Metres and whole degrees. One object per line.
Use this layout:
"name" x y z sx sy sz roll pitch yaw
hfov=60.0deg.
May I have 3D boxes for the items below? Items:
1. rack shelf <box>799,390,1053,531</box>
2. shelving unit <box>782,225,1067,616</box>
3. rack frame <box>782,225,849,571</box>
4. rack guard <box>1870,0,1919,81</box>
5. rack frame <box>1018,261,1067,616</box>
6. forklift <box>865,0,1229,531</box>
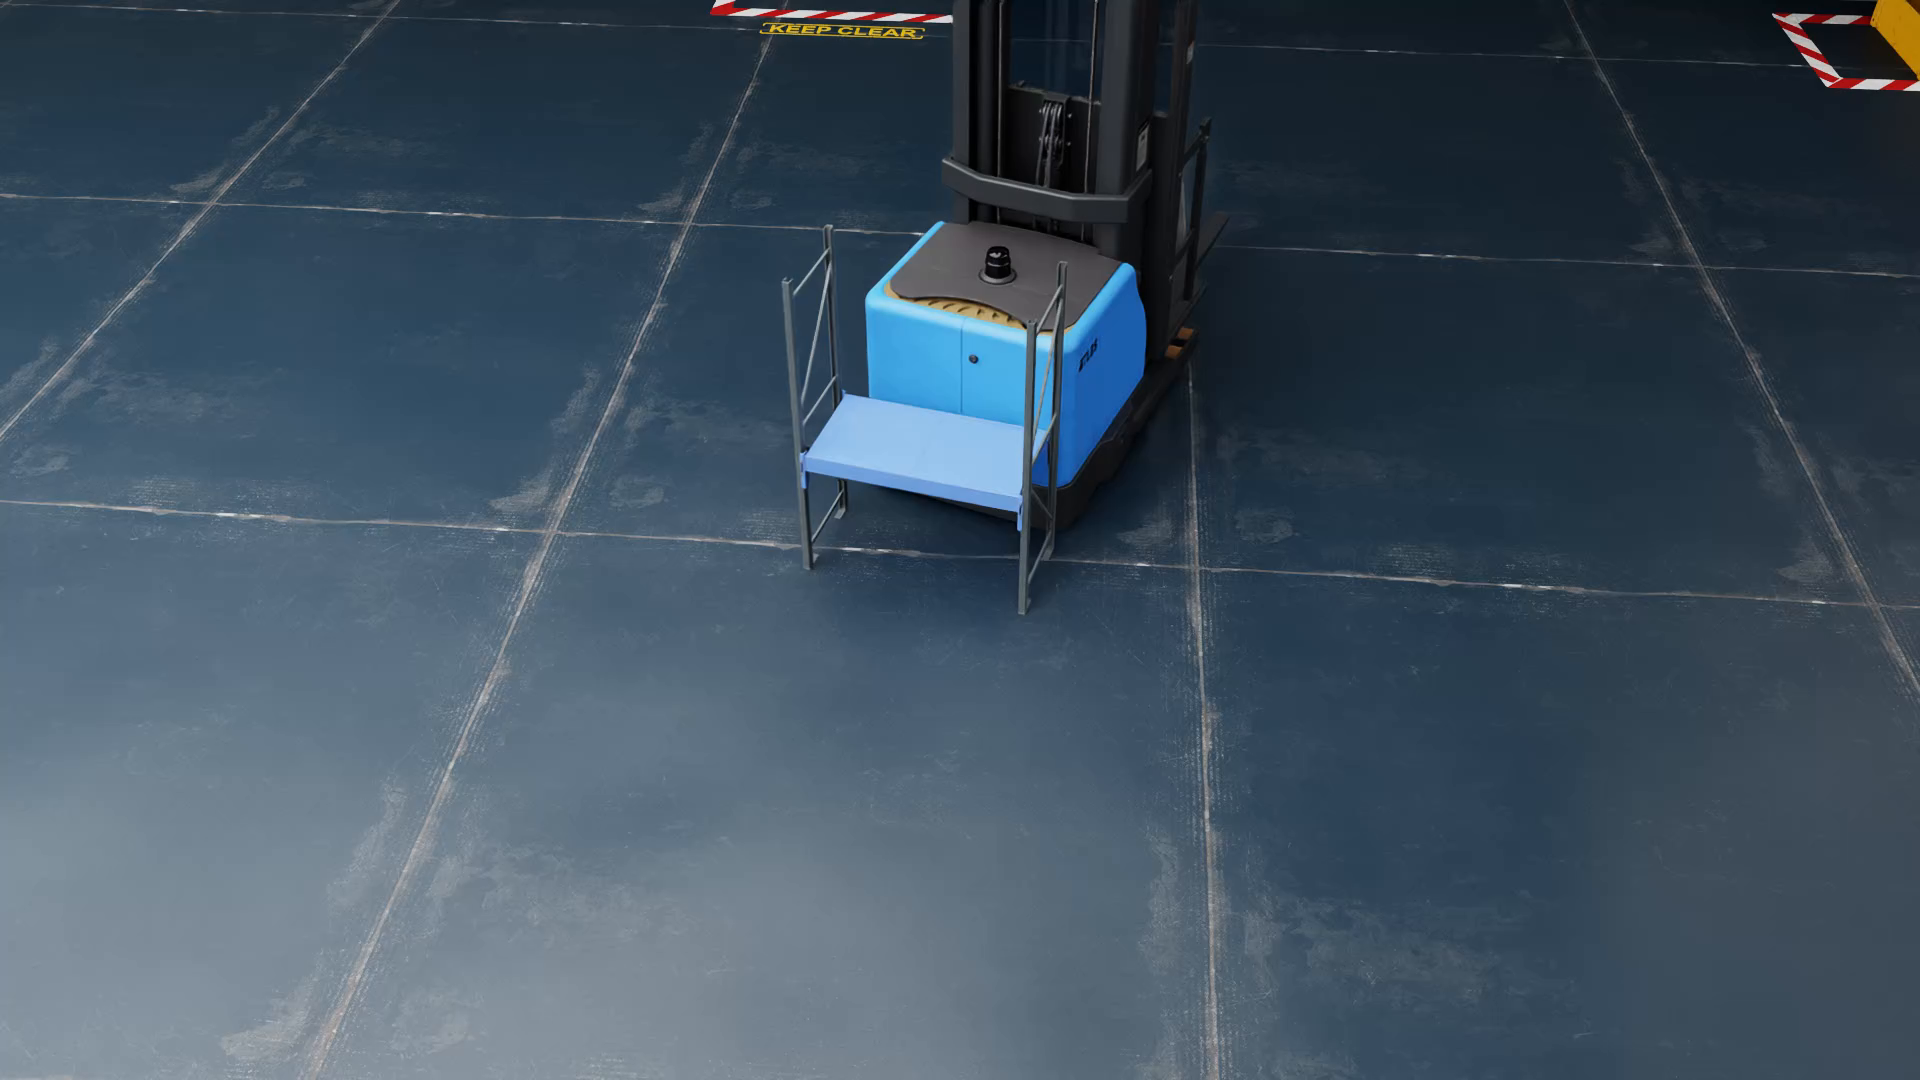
"rack shelf" -0.137 -0.358 7.286 1.000 0.185 0.538 11 41 14
"shelving unit" -0.137 -0.497 7.173 1.048 1.500 0.538 11 41 14
"rack frame" -0.622 -0.595 7.292 0.032 1.500 0.500 11 41 14
"rack guard" 6.986 -3.748 11.959 0.348 0.500 1.175 3 39 4
"rack frame" 0.347 -0.400 7.053 0.032 1.500 0.500 11 41 14
"forklift" 0.638 -2.107 8.017 1.130 2.935 3.031 16 42 19
